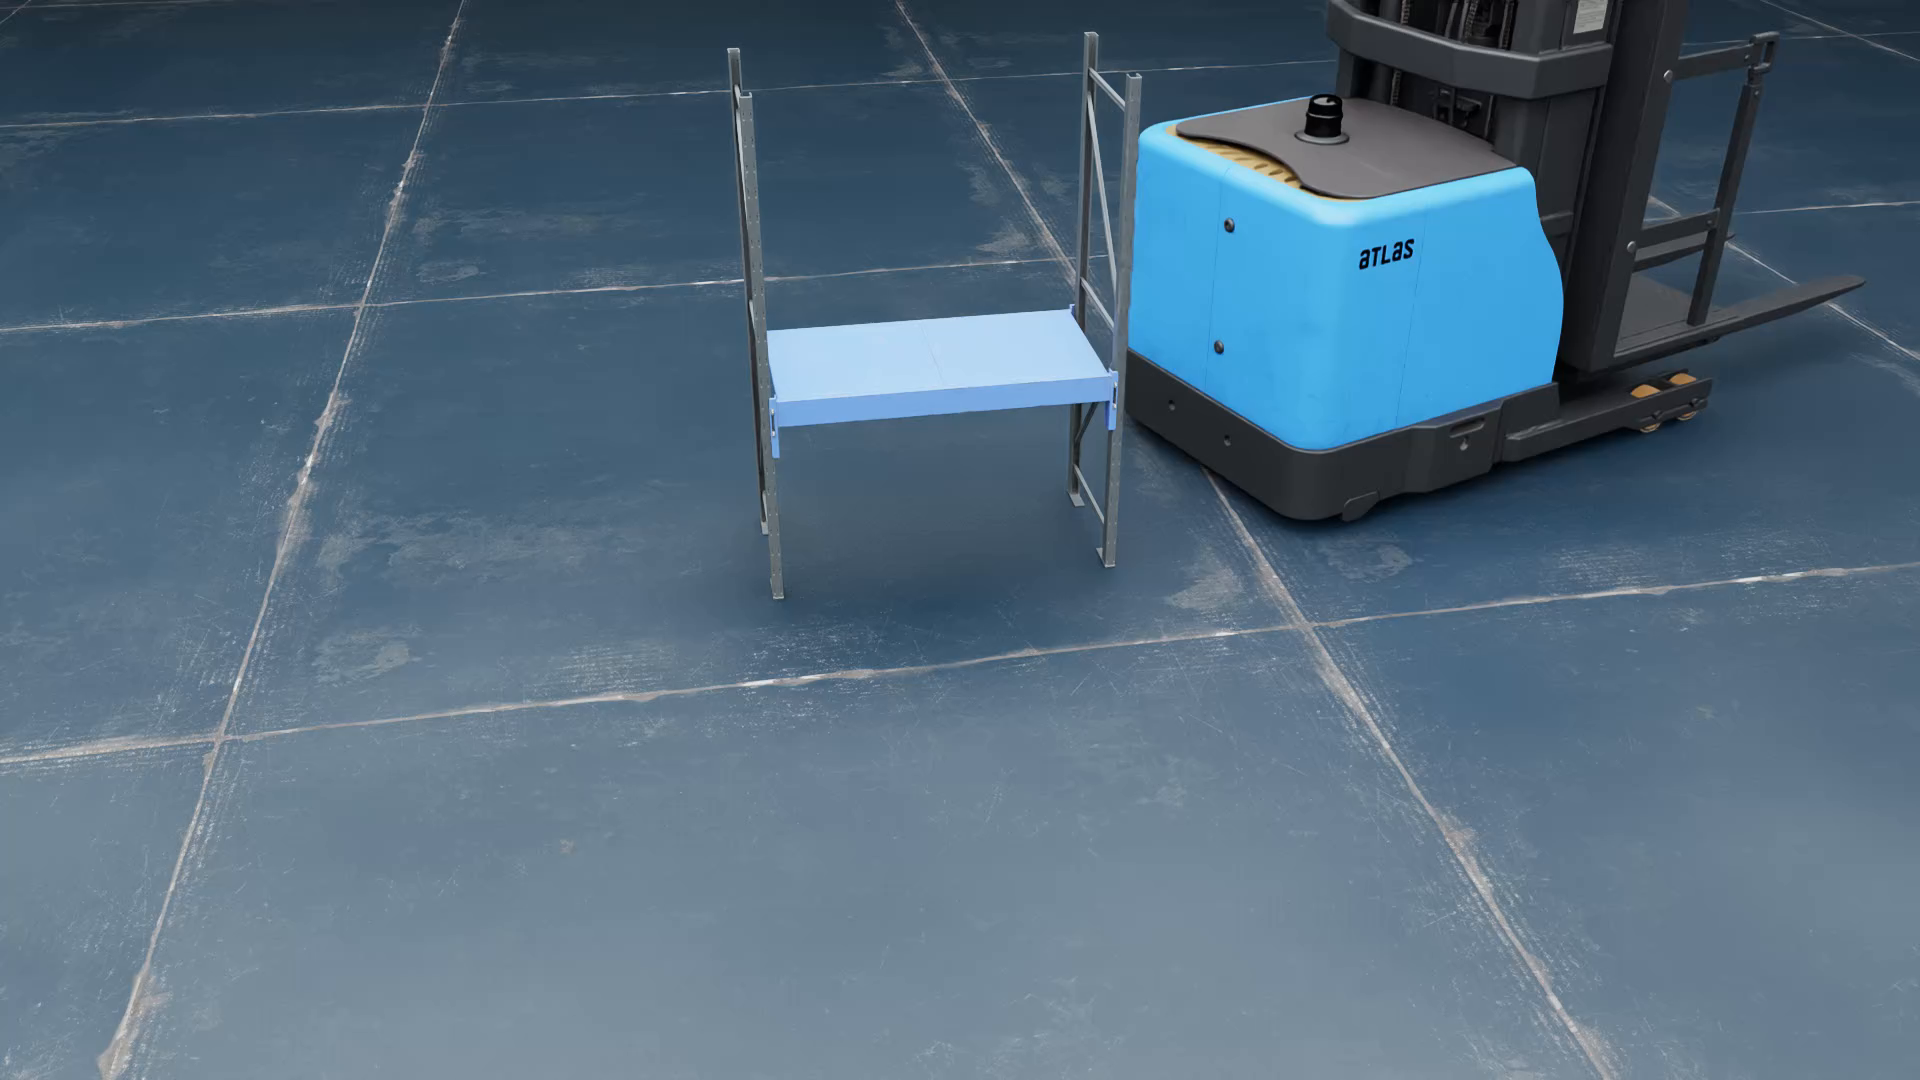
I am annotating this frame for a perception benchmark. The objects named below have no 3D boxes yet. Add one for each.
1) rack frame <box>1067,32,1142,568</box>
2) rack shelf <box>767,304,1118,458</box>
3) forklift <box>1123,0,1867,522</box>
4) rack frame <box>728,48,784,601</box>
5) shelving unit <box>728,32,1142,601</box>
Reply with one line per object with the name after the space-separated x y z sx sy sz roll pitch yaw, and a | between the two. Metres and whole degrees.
0.416 -0.685 4.936 0.032 1.500 0.500 -5 31 -9 | rack frame
-0.084 -0.484 4.948 1.000 0.185 0.538 -5 31 -9 | rack shelf
2.100 -1.858 5.518 3.031 2.935 1.130 -16 34 -26 | forklift
-0.584 -0.592 4.778 0.032 1.500 0.500 -5 31 -9 | rack frame
-0.084 -0.639 4.857 1.048 1.500 0.538 -5 31 -9 | shelving unit
